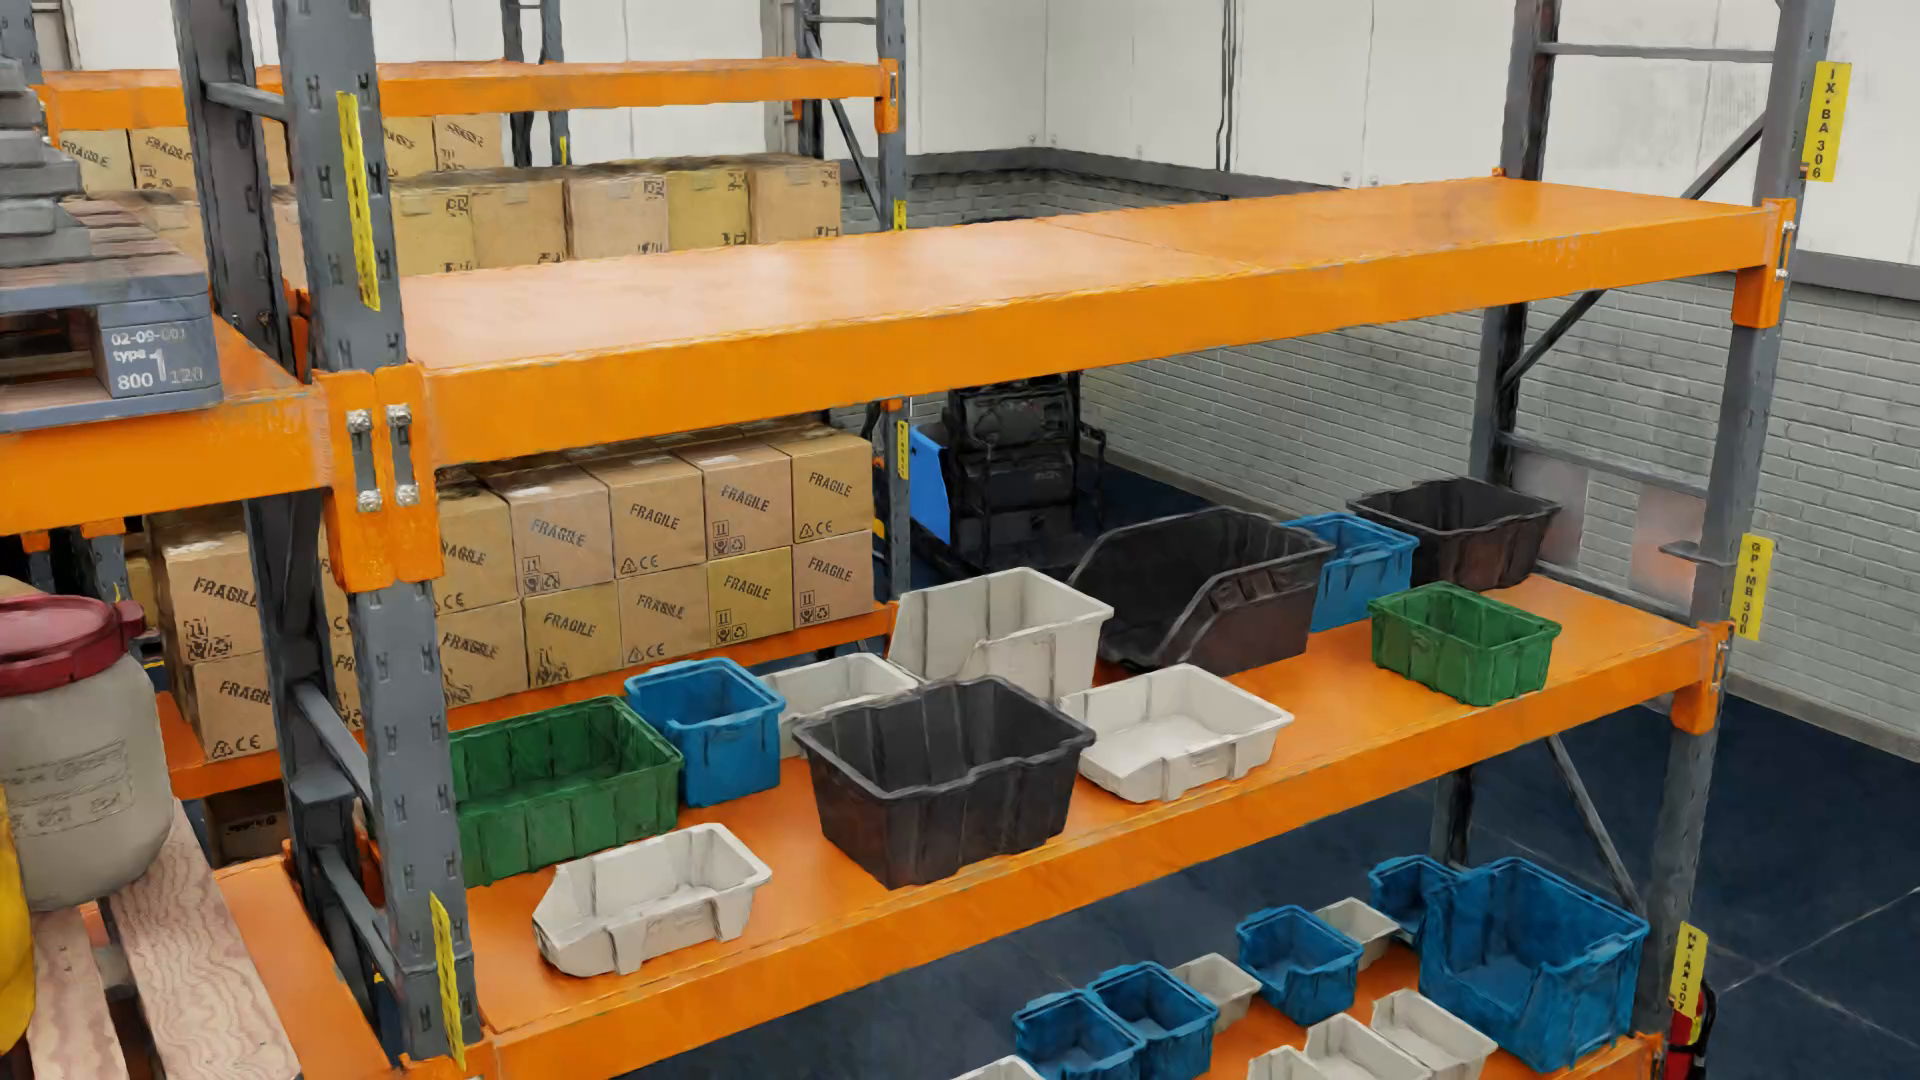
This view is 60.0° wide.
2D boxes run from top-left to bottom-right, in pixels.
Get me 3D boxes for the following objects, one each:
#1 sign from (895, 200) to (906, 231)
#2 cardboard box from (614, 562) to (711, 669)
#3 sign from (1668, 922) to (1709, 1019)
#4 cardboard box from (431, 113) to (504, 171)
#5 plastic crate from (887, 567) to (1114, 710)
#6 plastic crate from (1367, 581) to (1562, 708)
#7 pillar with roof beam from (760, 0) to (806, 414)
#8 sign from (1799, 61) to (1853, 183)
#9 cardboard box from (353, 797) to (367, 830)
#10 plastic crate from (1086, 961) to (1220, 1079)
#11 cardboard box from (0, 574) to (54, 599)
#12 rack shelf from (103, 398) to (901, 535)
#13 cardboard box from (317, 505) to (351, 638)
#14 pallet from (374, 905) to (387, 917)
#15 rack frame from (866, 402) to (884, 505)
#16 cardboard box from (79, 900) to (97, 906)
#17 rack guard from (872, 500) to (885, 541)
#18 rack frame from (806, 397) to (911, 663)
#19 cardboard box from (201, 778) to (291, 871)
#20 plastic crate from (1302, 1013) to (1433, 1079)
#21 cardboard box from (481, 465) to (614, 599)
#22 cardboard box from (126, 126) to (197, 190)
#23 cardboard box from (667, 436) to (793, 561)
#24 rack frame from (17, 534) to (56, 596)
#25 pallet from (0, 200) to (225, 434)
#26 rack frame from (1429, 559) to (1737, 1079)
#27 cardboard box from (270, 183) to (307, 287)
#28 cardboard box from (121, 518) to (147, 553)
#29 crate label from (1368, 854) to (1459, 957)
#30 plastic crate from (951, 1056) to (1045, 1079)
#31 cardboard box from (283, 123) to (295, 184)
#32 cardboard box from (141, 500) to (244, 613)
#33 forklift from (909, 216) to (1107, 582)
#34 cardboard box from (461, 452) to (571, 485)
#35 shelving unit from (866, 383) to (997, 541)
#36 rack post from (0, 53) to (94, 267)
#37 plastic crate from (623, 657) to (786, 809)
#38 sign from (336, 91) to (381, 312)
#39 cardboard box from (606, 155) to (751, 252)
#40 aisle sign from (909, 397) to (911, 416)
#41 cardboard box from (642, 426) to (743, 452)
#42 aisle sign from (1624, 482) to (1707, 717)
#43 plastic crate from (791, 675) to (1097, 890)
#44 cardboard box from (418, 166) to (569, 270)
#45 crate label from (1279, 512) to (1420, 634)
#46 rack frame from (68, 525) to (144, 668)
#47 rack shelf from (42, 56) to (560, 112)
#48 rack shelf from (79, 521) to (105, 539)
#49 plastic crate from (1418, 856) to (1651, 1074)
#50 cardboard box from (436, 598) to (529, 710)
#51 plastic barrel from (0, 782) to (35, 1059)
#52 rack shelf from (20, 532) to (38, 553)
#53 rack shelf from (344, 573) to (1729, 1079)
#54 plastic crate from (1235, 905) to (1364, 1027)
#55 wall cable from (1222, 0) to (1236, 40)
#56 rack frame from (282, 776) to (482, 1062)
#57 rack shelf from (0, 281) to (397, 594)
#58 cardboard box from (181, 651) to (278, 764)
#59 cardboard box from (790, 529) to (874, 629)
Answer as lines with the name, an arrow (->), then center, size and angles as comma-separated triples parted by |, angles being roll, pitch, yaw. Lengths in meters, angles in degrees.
sign -> -0.318, -1.643, 8.855 | 0.005, 0.325, 0.100 | -12, 22, -31
cardboard box -> -1.682, 0.328, 8.933 | 0.500, 0.500, 0.500 | -12, 22, -31
sign -> 2.430, 1.438, 5.553 | 0.005, 0.325, 0.100 | -12, 22, -31
cardboard box -> -3.795, -3.029, 12.587 | 0.500, 0.500, 0.500 | -12, 22, -32
plastic crate -> 0.094, 0.314, 4.634 | 0.530, 0.282, 0.437 | -12, 22, -31
plastic crate -> 1.448, 0.301, 4.820 | 0.336, 0.188, 0.450 | -12, 22, -31
pillar with roof beam -> 0.813, -3.676, 11.568 | 0.400, 9.000, 9.100 | -12, 22, -31
sign -> 2.430, -1.174, 4.670 | 0.005, 0.325, 0.100 | -12, 22, -31
cardboard box -> -3.001, 1.507, 9.115 | 0.500, 0.311, 0.500 | -12, 22, -31
plastic crate -> 0.627, 1.609, 5.469 | 0.300, 0.233, 0.416 | -12, 22, -31
cardboard box -> -4.466, 0.527, 7.690 | 0.700, 0.500, 0.500 | 14, 23, 35
rack shelf -> -2.277, -0.682, 8.520 | 4.000, 0.370, 1.077 | -12, 22, -31
cardboard box -> -2.969, 0.130, 7.959 | 0.500, 0.500, 0.500 | -13, 22, -33
pallet -> -3.373, 1.950, 8.646 | 1.213, 0.211, 1.003 | -12, 22, -31
rack frame -> -0.710, -0.749, 14.619 | 0.032, 1.500, 0.500 | -9, 20, -24
cardboard box -> -4.202, 1.889, 7.689 | 0.500, 0.500, 0.500 | -12, 22, -32
rack guard -> -0.693, -0.160, 14.827 | 0.087, 0.250, 0.587 | -9, 20, -24
rack frame -> -0.607, 0.045, 9.927 | 0.127, 3.000, 1.000 | -12, 22, -31
cardboard box -> -3.628, 1.550, 8.694 | 0.500, 0.500, 0.500 | -12, 22, -31
plastic crate -> 1.283, 1.707, 5.331 | 0.243, 0.136, 0.396 | -12, 22, -31
cardboard box -> -2.108, -0.051, 8.496 | 0.500, 0.500, 0.500 | -11, 22, -30
cardboard box -> -5.500, -2.669, 11.523 | 0.500, 0.500, 0.500 | -12, 22, -33
cardboard box -> -1.249, -0.234, 9.037 | 0.500, 0.500, 0.500 | -11, 22, -30
rack frame -> -6.675, -0.574, 11.760 | 0.127, 3.000, 1.000 | -12, 22, -31
pallet -> -1.901, -0.334, 2.600 | 1.213, 0.211, 1.003 | -12, 22, -31
rack frame -> 2.114, 1.371, 6.006 | 0.127, 3.000, 1.000 | -12, 22, -31
cardboard box -> -3.067, -1.338, 7.618 | 0.500, 0.500, 0.700 | -12, 22, -31
cardboard box -> -6.224, -0.028, 12.379 | 0.250, 0.149, 0.380 | -12, 22, -32
crate label -> 1.727, 1.377, 6.155 | 0.303, 0.233, 0.416 | -12, 22, -31
plastic crate -> 0.063, 1.785, 5.100 | 0.466, 0.136, 0.293 | -12, 22, -31
cardboard box -> -4.651, -2.849, 12.057 | 0.500, 0.500, 0.500 | -13, 23, -34
cardboard box -> -3.667, 0.071, 8.135 | 0.500, 0.500, 0.500 | -12, 22, -31
forklift -> 0.554, -0.978, 13.060 | 1.130, 2.935, 3.031 | -8, 20, -22
cardboard box -> -2.399, -0.197, 8.928 | 0.500, 0.500, 0.500 | -12, 22, -32
shelving unit -> -0.242, -0.819, 14.827 | 1.083, 1.500, 0.587 | -9, 20, -24
rack post -> -1.947, -0.591, 2.559 | 0.954, 0.300, 0.937 | -12, 22, -32
plastic crate -> -0.642, 0.488, 4.195 | 0.300, 0.233, 0.416 | -12, 22, -31
sign -> -0.925, -0.520, 2.558 | 0.005, 0.325, 0.100 | -12, 22, -31
cardboard box -> -1.491, -1.736, 8.796 | 0.500, 0.500, 0.700 | -12, 22, -31
aisle sign -> -0.381, -1.116, 9.304 | 0.004, 0.787, 0.394 | -12, 22, -31
cardboard box -> -1.555, -0.374, 9.450 | 0.500, 0.500, 0.500 | -12, 22, -31
aisle sign -> 2.336, 0.205, 5.395 | 0.004, 0.787, 0.394 | -12, 22, -31
plastic crate -> -0.038, 0.571, 3.893 | 0.590, 0.269, 0.497 | -12, 22, -31
cardboard box -> -2.319, -1.557, 8.264 | 0.500, 0.500, 0.700 | -12, 22, -31
crate label -> 1.166, 0.097, 5.324 | 0.502, 0.251, 0.408 | -12, 22, -31
rack frame -> -3.947, 0.750, 7.843 | 0.127, 3.000, 1.000 | -12, 22, -31
rack shelf -> -5.005, -3.238, 12.021 | 4.000, 0.370, 1.077 | -12, 22, -31
rack shelf -> -5.618, 0.022, 6.436 | 4.000, 0.370, 1.077 | -12, 22, -31
plastic crate -> 1.937, 1.435, 5.668 | 0.499, 0.435, 0.616 | -12, 22, -31
cardboard box -> -2.527, 0.507, 8.405 | 0.500, 0.500, 0.500 | -12, 22, -32
plastic barrel -> -1.877, 0.582, 2.708 | 0.600, 0.588, 0.600 | 0, 19, 0
rack shelf -> -8.345, 0.119, 10.833 | 4.000, 0.370, 1.077 | -12, 22, -31
rack shelf -> 0.444, 0.643, 4.599 | 4.000, 0.370, 1.077 | -12, 22, -31
plastic crate -> 1.177, 1.493, 5.812 | 0.300, 0.233, 0.416 | -12, 22, -31
wall cable -> 3.074, -5.219, 13.096 | 0.112, 2.526, 3.097 | -12, 22, -31
rack frame -> -1.226, 2.076, 3.922 | 0.127, 3.000, 1.000 | -12, 22, -31
rack shelf -> -2.897, 0.116, 2.098 | 4.000, 0.370, 1.077 | -12, 22, -31
cardboard box -> -3.372, 0.686, 7.877 | 0.500, 0.500, 0.500 | -11, 22, -30
cardboard box -> -0.831, 0.150, 9.462 | 0.500, 0.500, 0.500 | -11, 22, -30
